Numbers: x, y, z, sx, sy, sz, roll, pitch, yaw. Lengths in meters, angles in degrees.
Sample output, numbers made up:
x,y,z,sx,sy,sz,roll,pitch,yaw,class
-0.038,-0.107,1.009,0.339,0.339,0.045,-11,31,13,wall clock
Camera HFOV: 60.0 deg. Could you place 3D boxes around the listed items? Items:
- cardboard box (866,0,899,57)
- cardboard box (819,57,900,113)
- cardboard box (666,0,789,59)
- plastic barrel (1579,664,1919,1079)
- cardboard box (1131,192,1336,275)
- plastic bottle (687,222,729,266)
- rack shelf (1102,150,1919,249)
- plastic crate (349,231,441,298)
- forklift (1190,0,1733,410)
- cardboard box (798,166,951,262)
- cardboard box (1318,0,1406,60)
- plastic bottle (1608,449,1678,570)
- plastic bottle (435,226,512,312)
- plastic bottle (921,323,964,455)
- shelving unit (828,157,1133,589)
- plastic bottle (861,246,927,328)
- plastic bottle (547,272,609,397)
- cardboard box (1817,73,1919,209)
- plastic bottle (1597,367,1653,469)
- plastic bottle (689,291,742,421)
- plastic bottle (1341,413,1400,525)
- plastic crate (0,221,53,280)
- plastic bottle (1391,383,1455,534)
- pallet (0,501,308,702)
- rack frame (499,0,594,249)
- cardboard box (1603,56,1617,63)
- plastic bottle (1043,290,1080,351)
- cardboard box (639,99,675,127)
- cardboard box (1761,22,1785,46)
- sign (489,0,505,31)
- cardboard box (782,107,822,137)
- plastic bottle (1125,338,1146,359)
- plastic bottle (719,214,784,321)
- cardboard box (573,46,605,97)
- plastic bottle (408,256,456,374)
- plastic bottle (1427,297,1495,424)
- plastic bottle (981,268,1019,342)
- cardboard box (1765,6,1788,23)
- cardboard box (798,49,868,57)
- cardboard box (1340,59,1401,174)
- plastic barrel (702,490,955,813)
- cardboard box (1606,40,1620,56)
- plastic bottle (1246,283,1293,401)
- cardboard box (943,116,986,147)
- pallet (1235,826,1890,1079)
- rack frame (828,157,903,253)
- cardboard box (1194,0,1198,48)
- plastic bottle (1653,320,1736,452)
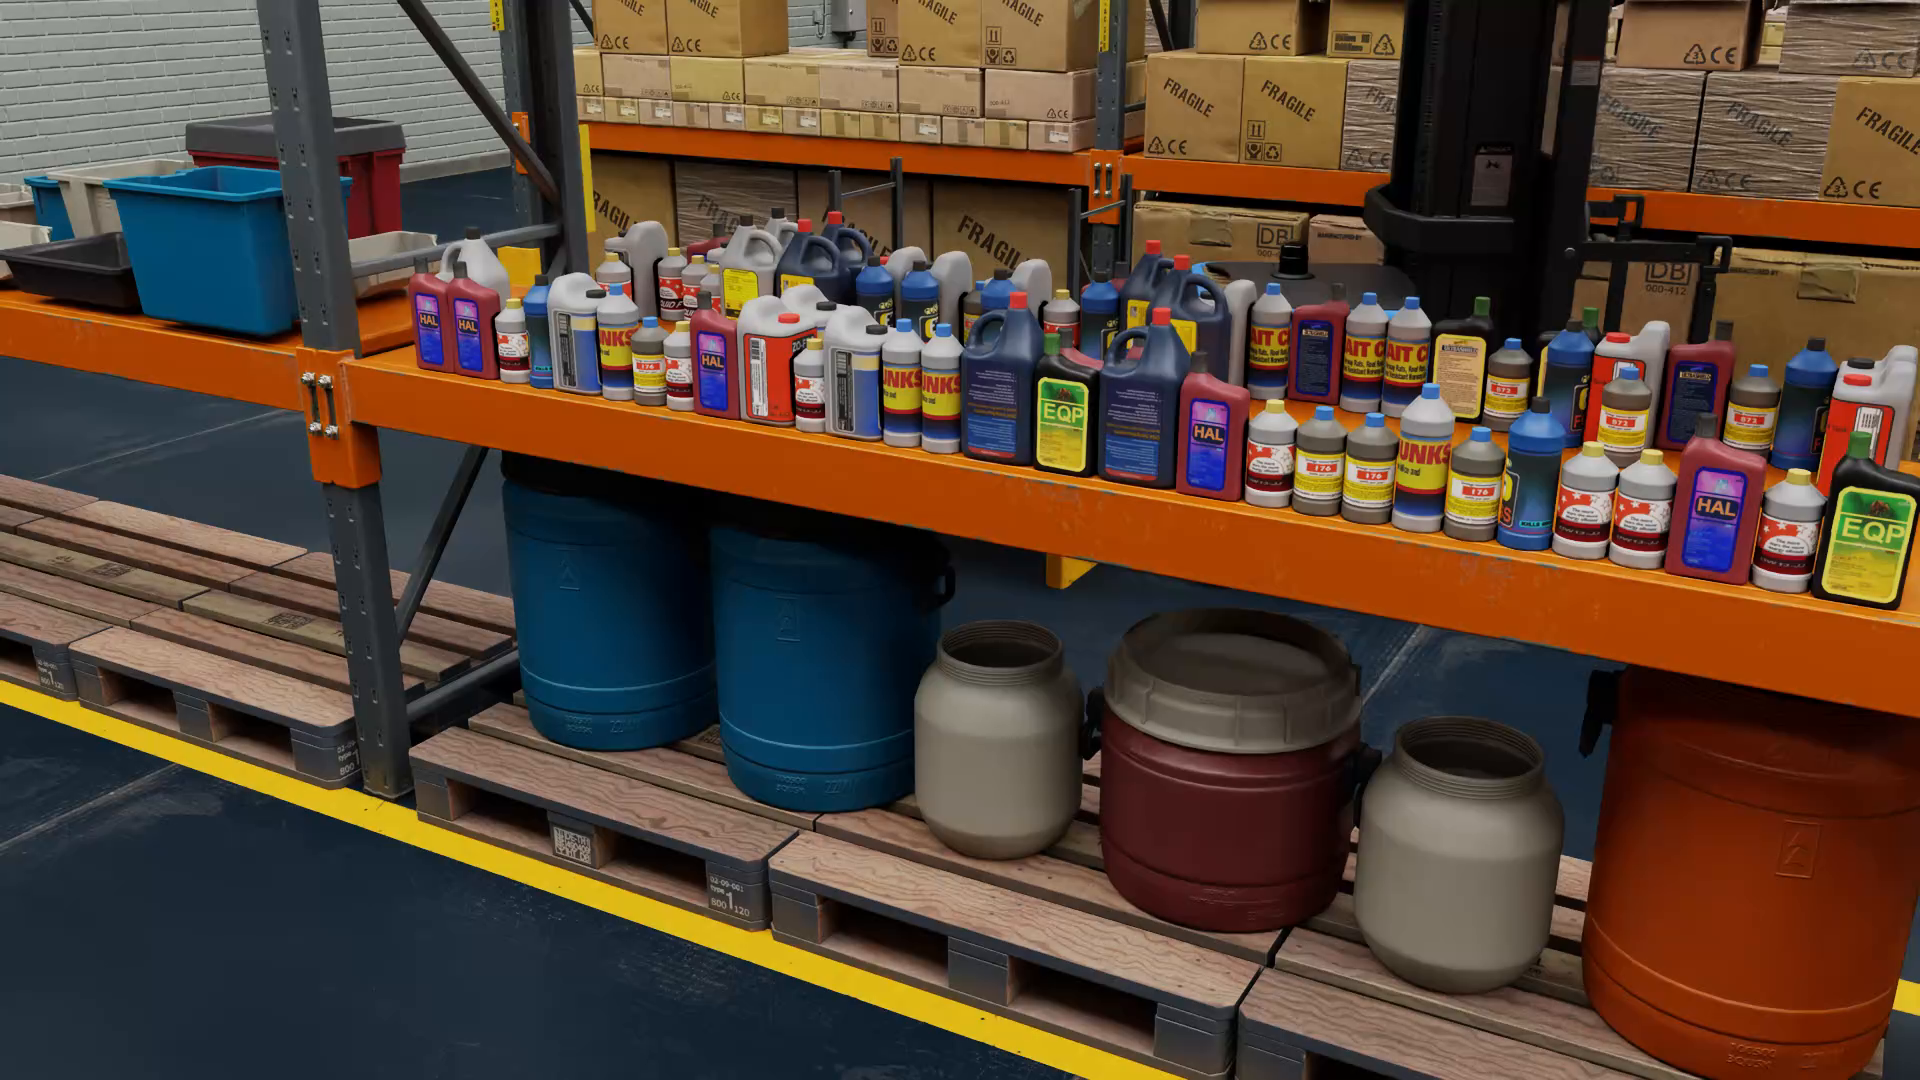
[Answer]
x,y,z,sx,sy,sz,roll,pitch,yaw,class
-0.197,-3.035,9.516,0.500,0.500,0.500,10,22,26,cardboard box
-0.433,-2.523,9.204,0.500,0.250,0.500,11,23,28,cardboard box
-1.334,-3.047,9.550,0.500,0.500,0.500,10,22,26,cardboard box
1.620,0.598,3.383,0.708,0.830,0.600,11,23,27,plastic barrel
1.547,-1.386,8.787,0.875,0.875,1.225,11,23,27,cardboard box
-0.711,-0.764,4.744,0.133,0.283,0.061,11,23,27,plastic bottle
2.725,-1.617,7.979,4.000,0.370,1.077,11,23,27,rack shelf
-1.773,-0.837,5.074,0.243,0.136,0.396,11,23,27,plastic crate
2.402,-1.331,6.237,3.031,2.935,1.130,2,20,4,forklift
-0.344,-1.770,9.845,0.875,0.875,0.875,11,23,27,cardboard box
2.134,-2.585,7.975,0.637,0.503,0.797,11,23,28,cardboard box
1.201,-0.058,2.917,0.097,0.201,0.097,0,20,0,plastic bottle
-1.252,-0.628,4.271,0.185,0.351,0.144,11,23,27,plastic bottle
-0.035,-0.326,3.554,0.097,0.271,0.097,0,20,0,plastic bottle
0.067,-0.692,6.574,1.083,1.500,0.587,11,23,27,shelving unit
-0.176,-0.641,4.415,0.135,0.276,0.152,11,23,27,plastic bottle
-0.899,-0.504,4.037,0.135,0.276,0.152,11,23,27,plastic bottle
3.919,-1.678,6.945,0.500,0.500,0.500,12,23,29,cardboard box
1.387,-0.260,3.473,0.097,0.201,0.097,0,20,0,plastic bottle
-0.549,-0.423,3.803,0.133,0.283,0.061,11,23,27,plastic bottle
0.776,-0.139,3.140,0.097,0.201,0.097,0,20,0,plastic bottle
-3.103,-0.918,5.295,0.466,0.136,0.293,11,23,27,plastic crate
0.861,-0.156,3.084,0.097,0.271,0.097,0,20,0,plastic bottle
-3.167,0.184,6.047,1.213,0.211,1.003,11,23,27,pallet
-2.513,-2.953,10.607,0.127,3.000,1.000,11,23,27,rack frame
3.279,-2.001,7.835,0.500,0.500,0.500,10,22,26,cardboard box
0.259,-0.534,4.229,0.097,0.201,0.097,0,20,0,plastic bottle
-1.688,-2.550,9.864,0.250,0.149,0.380,10,22,26,cardboard box
5.426,-3.419,11.207,0.250,0.149,0.380,11,22,27,cardboard box
-2.789,-3.233,9.993,0.005,0.325,0.100,11,23,27,sign
-0.791,-2.379,9.393,0.250,0.149,0.380,11,23,28,cardboard box
0.405,-0.297,3.457,0.133,0.283,0.061,11,23,27,plastic bottle
-0.545,-0.692,4.445,0.185,0.351,0.144,11,23,27,plastic bottle
-2.226,-2.862,10.140,0.500,0.250,0.500,10,22,26,cardboard box
-1.325,-0.570,4.210,0.133,0.283,0.061,11,23,27,plastic bottle
1.135,-0.413,3.775,0.133,0.283,0.061,11,23,27,plastic bottle
0.100,-0.538,4.137,0.097,0.271,0.097,0,20,0,plastic bottle
5.437,-3.557,11.154,0.250,0.149,0.380,11,23,27,cardboard box
-0.617,-2.766,9.876,0.500,0.250,0.500,11,23,27,cardboard box
2.135,-2.017,7.880,0.500,0.500,0.500,10,22,26,cardboard box
-0.352,0.189,4.406,0.708,0.901,0.600,11,23,27,plastic barrel
4.508,-3.453,11.738,0.250,0.149,0.380,10,22,25,cardboard box
0.739,-0.475,3.965,0.097,0.271,0.097,0,20,0,plastic bottle
0.104,-2.208,8.922,0.250,0.149,0.380,10,22,26,cardboard box
1.347,1.044,3.677,1.213,0.211,1.003,11,23,27,pallet
-0.369,-0.775,6.803,0.032,1.500,0.500,11,23,27,rack frame
2.040,-4.100,13.188,0.500,0.500,0.500,11,23,27,cardboard box
1.571,-0.330,3.546,0.133,0.283,0.061,11,23,27,plastic bottle
